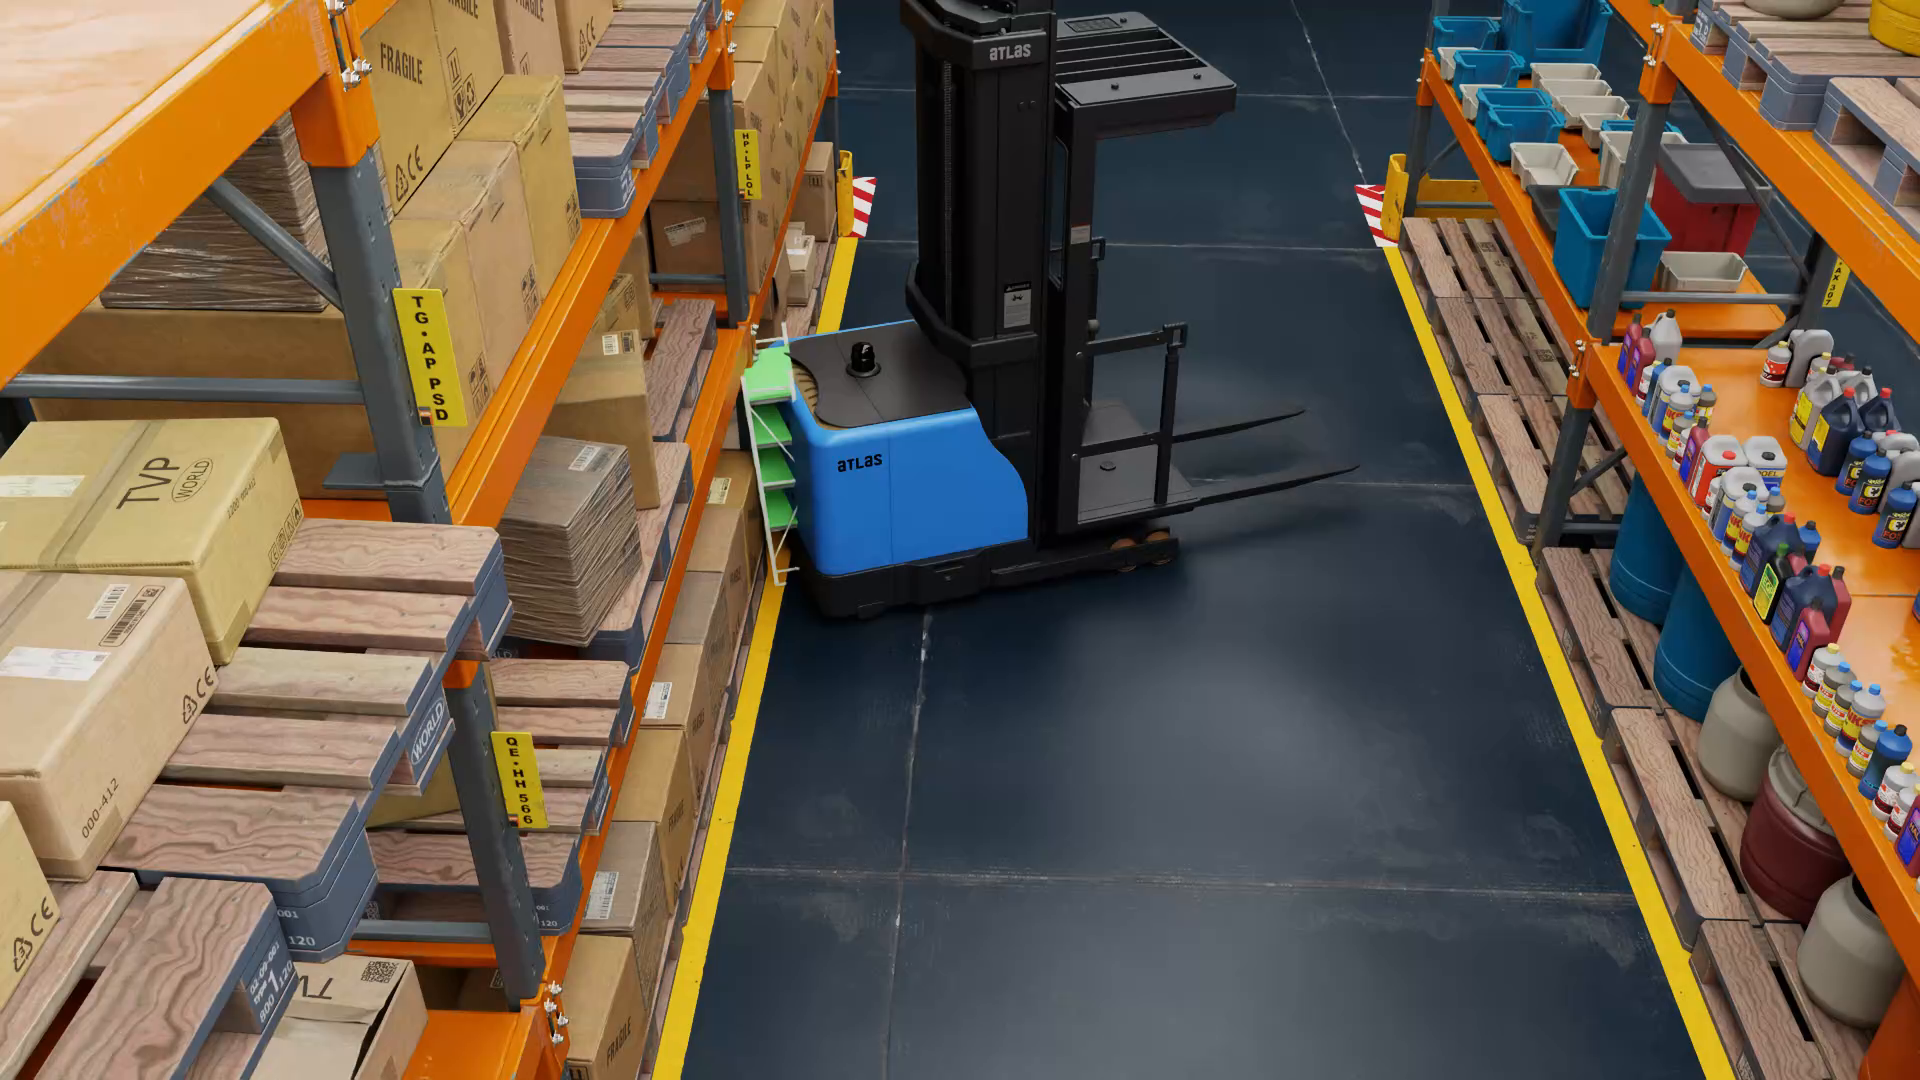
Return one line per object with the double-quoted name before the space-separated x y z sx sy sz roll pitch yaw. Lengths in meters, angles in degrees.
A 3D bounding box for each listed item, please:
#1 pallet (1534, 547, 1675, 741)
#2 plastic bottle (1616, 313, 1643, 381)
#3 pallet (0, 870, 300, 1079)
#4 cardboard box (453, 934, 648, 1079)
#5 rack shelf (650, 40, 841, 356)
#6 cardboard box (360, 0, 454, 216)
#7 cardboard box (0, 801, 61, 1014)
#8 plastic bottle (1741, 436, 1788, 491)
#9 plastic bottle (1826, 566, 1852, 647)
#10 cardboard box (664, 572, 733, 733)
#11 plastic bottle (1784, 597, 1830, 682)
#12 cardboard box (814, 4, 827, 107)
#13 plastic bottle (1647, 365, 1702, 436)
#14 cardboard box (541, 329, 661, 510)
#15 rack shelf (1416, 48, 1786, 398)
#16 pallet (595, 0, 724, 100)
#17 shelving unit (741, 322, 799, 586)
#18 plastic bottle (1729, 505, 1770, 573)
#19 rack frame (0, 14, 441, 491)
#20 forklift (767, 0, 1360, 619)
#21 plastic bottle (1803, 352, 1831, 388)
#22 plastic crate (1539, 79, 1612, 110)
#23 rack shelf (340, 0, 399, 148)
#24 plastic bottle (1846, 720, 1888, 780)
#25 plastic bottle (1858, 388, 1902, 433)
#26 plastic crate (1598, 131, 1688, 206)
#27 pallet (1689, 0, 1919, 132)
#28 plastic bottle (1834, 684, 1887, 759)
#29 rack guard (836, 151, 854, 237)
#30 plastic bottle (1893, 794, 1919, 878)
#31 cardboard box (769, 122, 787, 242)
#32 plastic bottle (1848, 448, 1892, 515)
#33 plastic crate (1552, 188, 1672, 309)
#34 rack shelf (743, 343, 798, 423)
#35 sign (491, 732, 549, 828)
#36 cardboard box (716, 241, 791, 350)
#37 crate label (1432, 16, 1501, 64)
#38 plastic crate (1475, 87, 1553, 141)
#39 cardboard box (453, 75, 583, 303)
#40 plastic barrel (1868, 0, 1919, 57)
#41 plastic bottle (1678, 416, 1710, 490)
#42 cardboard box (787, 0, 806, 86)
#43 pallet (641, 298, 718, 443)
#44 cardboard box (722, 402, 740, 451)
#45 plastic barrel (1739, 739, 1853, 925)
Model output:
"pallet" 3.369 0.475 7.836 1.003 0.211 1.213 1 35 2
"plastic bottle" 3.001 -0.860 7.412 0.061 0.283 0.133 1 35 2
"pallet" -1.648 0.958 2.280 1.003 0.211 1.213 3 35 4
"cardboard box" -1.364 1.661 5.515 0.500 0.500 0.500 3 35 4
"rack shelf" -1.427 -2.080 9.672 1.077 0.370 4.000 1 35 2
"cardboard box" -1.624 -1.147 4.154 0.500 0.500 0.500 1 35 2
"cardboard box" -1.667 0.628 2.351 0.500 0.250 0.500 1 35 1
"plastic bottle" 3.158 -0.265 6.572 0.152 0.276 0.135 1 35 2
"plastic bottle" 3.069 0.236 5.853 0.061 0.283 0.133 1 35 2
"cardboard box" -1.289 0.480 7.195 0.500 0.500 0.500 2 35 2
"plastic bottle" 2.917 0.339 5.707 0.061 0.283 0.133 1 35 2
"cardboard box" -1.110 -3.002 10.272 0.500 0.500 0.500 2 35 2
"plastic bottle" 3.028 -0.590 7.035 0.152 0.276 0.135 1 35 2
"cardboard box" -1.516 -0.421 6.234 0.700 0.500 0.500 -7 36 -10
"rack shelf" 3.522 -1.963 9.506 1.077 0.370 4.000 1 35 2
"pallet" -1.604 -2.002 6.491 1.213 0.211 1.003 1 35 2
"shelving unit" -0.890 -0.415 8.226 0.258 1.200 0.503 -8 35 -5
"plastic bottle" 2.960 -0.011 6.215 0.097 0.271 0.097 0 35 0
"rack frame" -1.668 -1.381 2.835 1.000 3.000 0.127 1 35 2
"forklift" 0.595 -1.315 8.018 3.031 2.935 1.130 -11 37 -15
"plastic bottle" 3.772 -0.726 7.293 0.097 0.201 0.097 0 35 0
"plastic crate" 3.725 -2.684 10.083 0.396 0.136 0.243 1 35 2
"rack shelf" -1.588 -2.072 4.792 1.077 0.370 4.000 1 35 2
"plastic bottle" 2.915 0.663 5.317 0.097 0.201 0.097 0 35 0
"plastic bottle" 3.725 -0.446 6.765 0.144 0.351 0.185 1 35 2
"plastic crate" 3.687 -1.957 8.923 0.437 0.282 0.530 1 35 2
"pallet" 3.508 -1.806 6.212 1.213 0.211 1.003 1 35 2
"plastic bottle" 2.919 0.578 5.376 0.097 0.271 0.097 0 35 0
"rack guard" -1.350 -2.457 11.756 1.175 0.500 0.348 1 35 2
"plastic bottle" 2.881 0.863 4.961 0.061 0.283 0.133 1 35 2
"cardboard box" -1.197 -1.847 8.627 0.500 0.500 0.500 2 35 3
"plastic bottle" 3.583 -0.237 6.536 0.097 0.271 0.097 0 35 0
"plastic crate" 3.120 -1.402 8.044 0.392 0.384 0.575 1 35 2
"rack shelf" -0.918 -0.755 7.987 0.258 0.148 0.480 -8 35 -5
"sign" -1.113 0.611 4.211 0.100 0.325 0.005 1 35 2
"cardboard box" -1.437 -1.463 9.957 0.797 0.503 0.637 1 35 2
"crate label" 3.264 -3.228 10.774 0.416 0.233 0.303 1 35 2
"plastic crate" 3.211 -2.472 9.697 0.416 0.233 0.300 1 35 2
"cardboard box" -1.643 -1.038 4.868 0.910 0.500 0.500 1 35 2
"plastic barrel" 3.608 -2.055 5.874 0.600 0.588 0.600 0 35 0
"plastic bottle" 2.965 -0.349 6.686 0.061 0.283 0.133 1 35 2
"cardboard box" -1.146 -2.828 9.154 0.500 0.500 0.500 2 35 3
"pallet" -1.648 -0.690 7.235 1.003 0.211 1.213 1 35 2
"cardboard box" -1.274 -0.541 8.812 0.500 0.311 0.500 1 35 2
"plastic barrel" 3.329 1.074 6.290 0.600 0.588 0.708 1 35 2
